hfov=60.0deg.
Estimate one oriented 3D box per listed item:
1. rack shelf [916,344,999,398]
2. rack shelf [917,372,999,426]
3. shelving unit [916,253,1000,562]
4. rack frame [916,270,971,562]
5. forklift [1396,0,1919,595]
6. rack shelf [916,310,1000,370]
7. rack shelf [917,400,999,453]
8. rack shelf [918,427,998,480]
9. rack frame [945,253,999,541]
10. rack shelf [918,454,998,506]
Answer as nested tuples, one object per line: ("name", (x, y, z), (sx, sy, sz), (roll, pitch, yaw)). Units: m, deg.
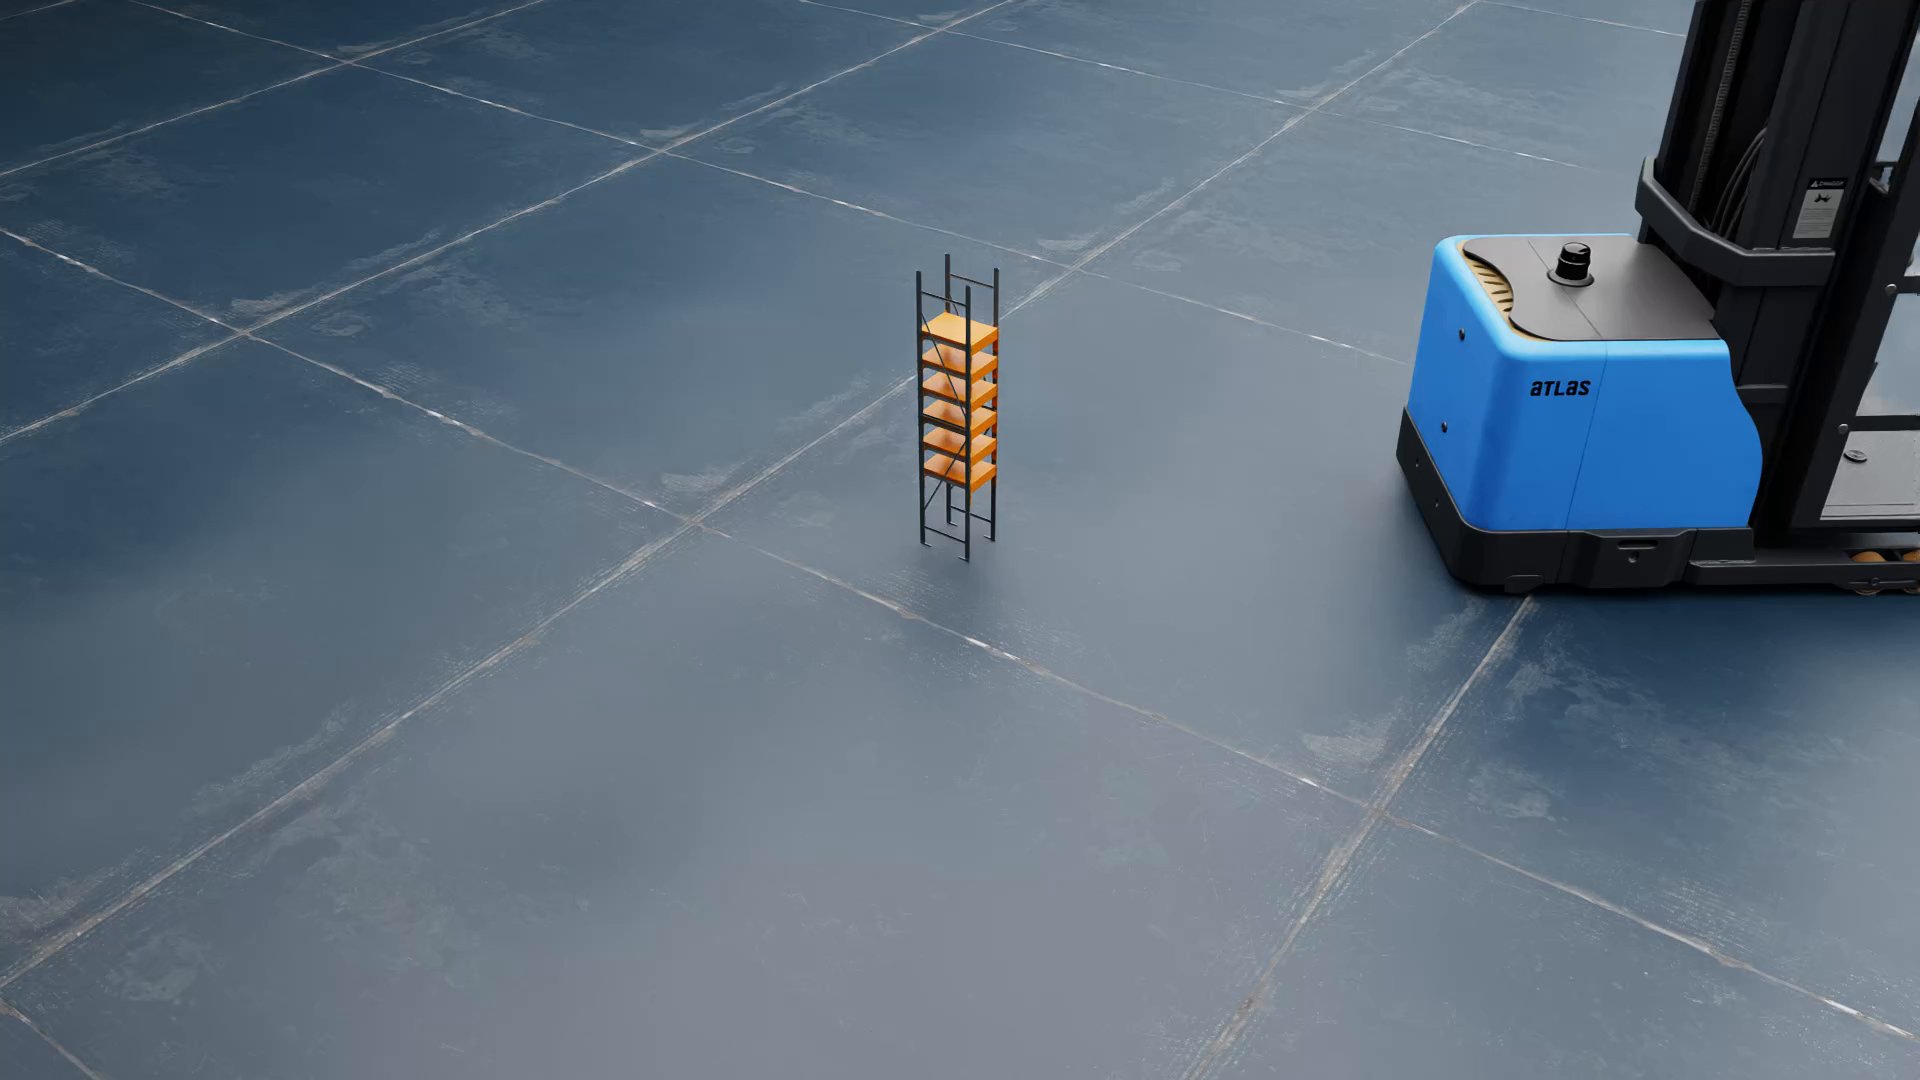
("rack shelf", (-0.008, -0.652, 6.294), (0.258, 0.103, 0.180), (21, 39, 28))
("rack shelf", (-0.008, -0.553, 6.362), (0.258, 0.103, 0.180), (21, 39, 28))
("shelving unit", (-0.008, -0.490, 6.404), (0.258, 1.200, 0.189), (21, 39, 28))
("rack frame", (-0.060, -0.448, 6.342), (0.240, 1.200, 0.006), (21, 39, 28))
("forklift", (3.402, -1.300, 6.055), (3.031, 2.935, 1.130), (-1, 34, -1))
("rack shelf", (-0.008, -0.752, 6.227), (0.258, 0.103, 0.180), (21, 39, 28))
("rack shelf", (-0.008, -0.454, 6.429), (0.258, 0.103, 0.180), (21, 39, 28))
("rack shelf", (-0.008, -0.354, 6.496), (0.258, 0.103, 0.180), (21, 39, 28))
("rack frame", (0.044, -0.532, 6.466), (0.240, 1.200, 0.006), (21, 39, 28))
("rack shelf", (-0.008, -0.255, 6.563), (0.258, 0.103, 0.180), (21, 39, 28))
